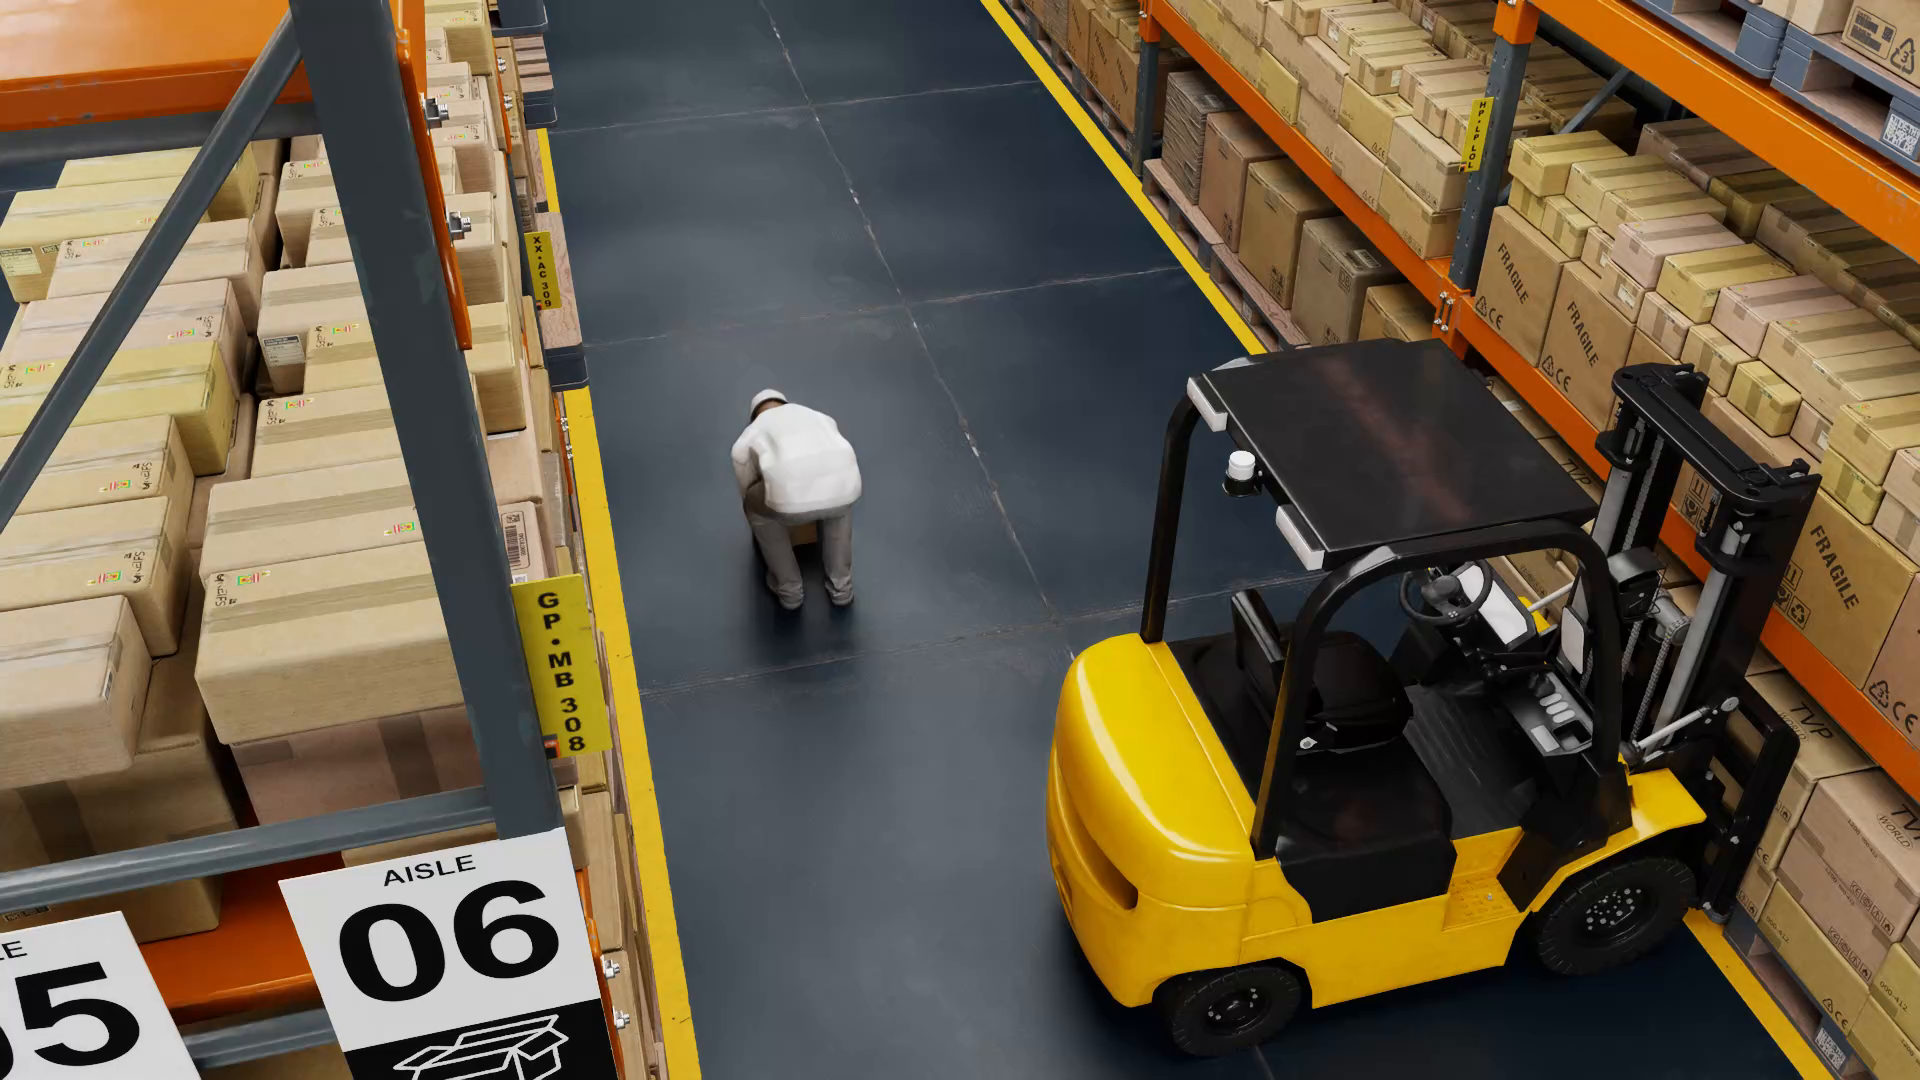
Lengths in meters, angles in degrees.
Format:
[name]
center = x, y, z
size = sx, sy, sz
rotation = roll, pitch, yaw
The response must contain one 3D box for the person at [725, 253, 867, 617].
[person]
center = -0.711, -0.429, 7.251
size = 0.632, 1.759, 0.461
rotation = -13, 40, -16
